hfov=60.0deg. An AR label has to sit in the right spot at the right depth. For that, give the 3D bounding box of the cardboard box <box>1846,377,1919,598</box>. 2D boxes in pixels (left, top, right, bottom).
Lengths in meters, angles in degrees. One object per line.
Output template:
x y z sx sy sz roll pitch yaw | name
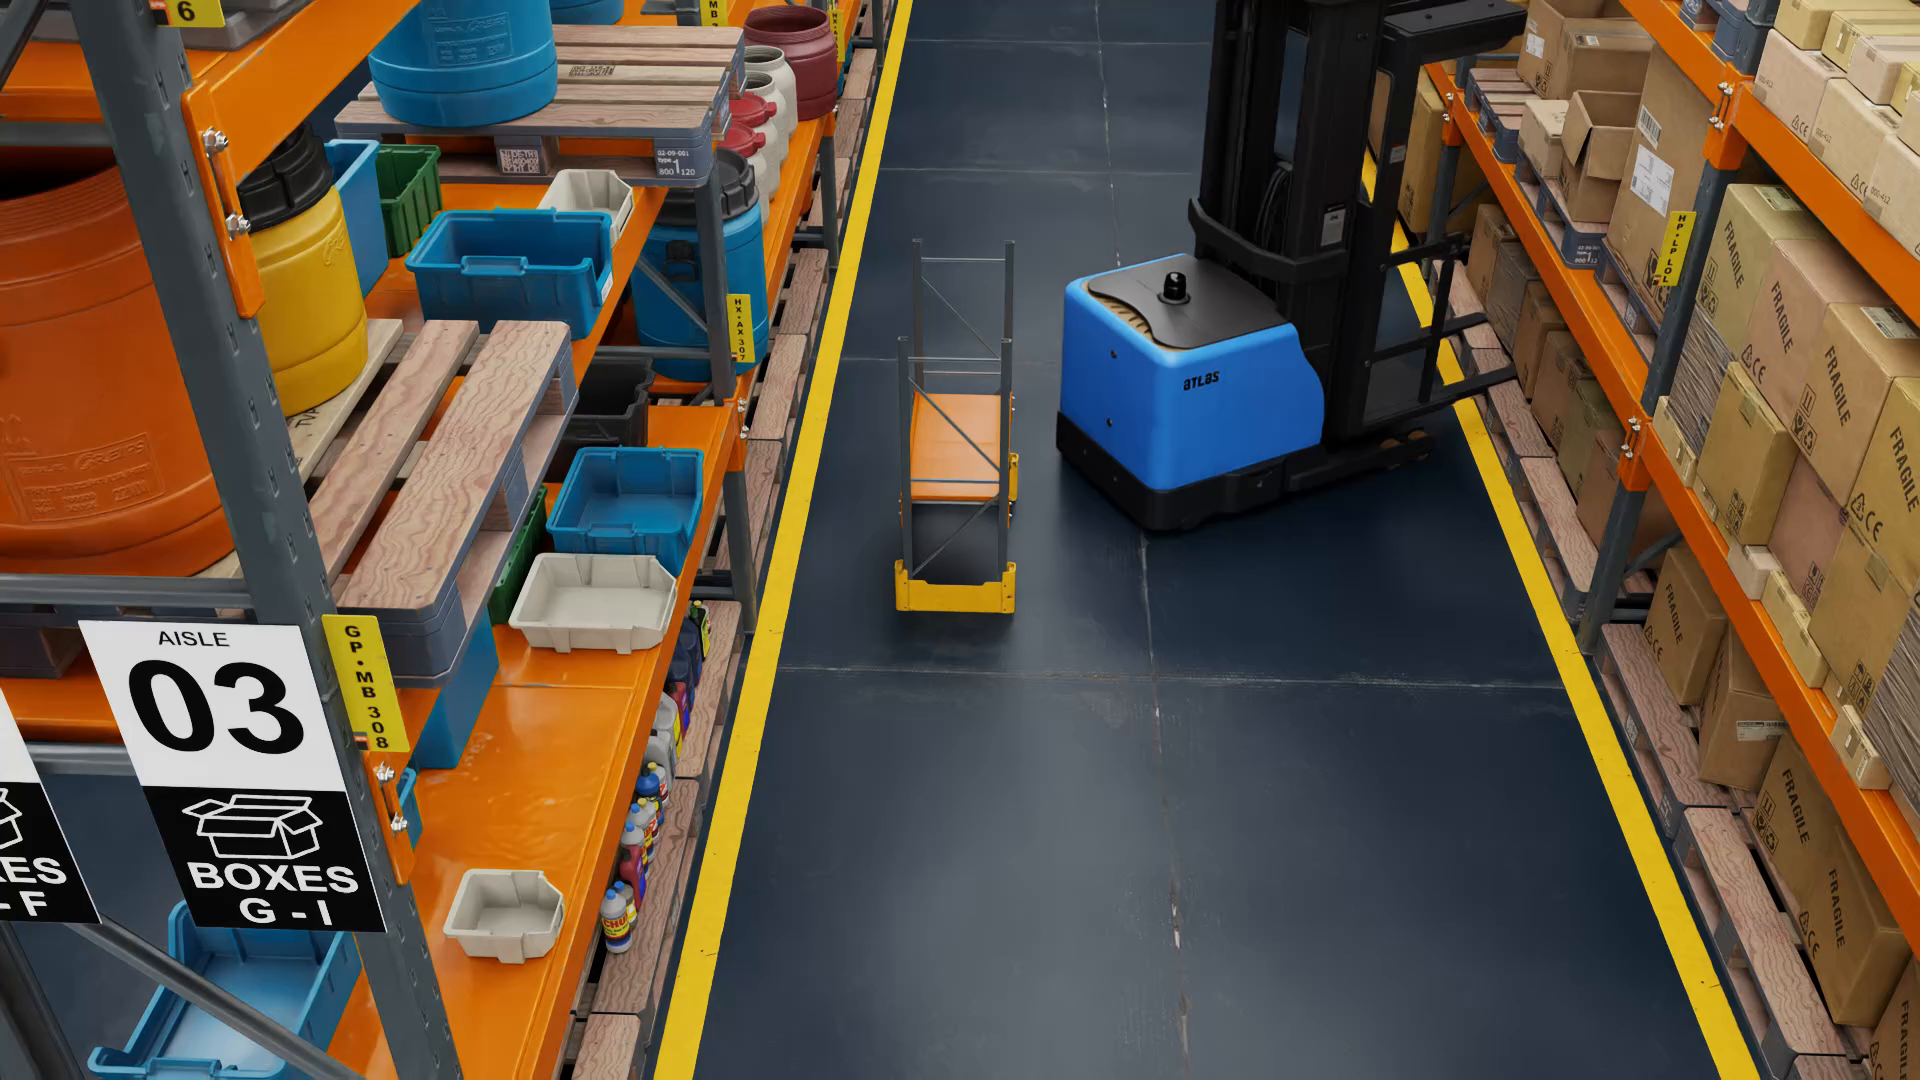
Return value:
3.139 -0.155 5.093 0.500 0.500 0.500 1 35 2 | cardboard box

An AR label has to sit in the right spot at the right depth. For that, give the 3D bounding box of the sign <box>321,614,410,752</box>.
-1.101 0.270 3.087 0.100 0.325 0.005 1 35 2 | sign

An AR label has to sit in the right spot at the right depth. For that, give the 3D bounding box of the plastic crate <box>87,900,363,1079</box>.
-1.929 1.252 4.435 0.499 0.251 0.616 1 35 2 | plastic crate

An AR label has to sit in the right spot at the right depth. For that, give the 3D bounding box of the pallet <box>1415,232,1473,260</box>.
3.727 -2.307 11.794 1.003 0.211 1.213 1 35 2 | pallet

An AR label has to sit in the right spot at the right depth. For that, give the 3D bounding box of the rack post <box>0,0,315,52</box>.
-1.493 -1.196 3.006 0.937 0.300 0.954 5 35 7 | rack post

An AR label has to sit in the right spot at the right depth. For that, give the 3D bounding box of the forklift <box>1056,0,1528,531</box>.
2.082 -1.843 8.770 3.031 2.935 1.130 -17 39 -23 | forklift

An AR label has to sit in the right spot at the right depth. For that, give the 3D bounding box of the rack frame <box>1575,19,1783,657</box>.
3.459 -0.698 7.081 1.000 3.000 0.127 1 35 2 | rack frame

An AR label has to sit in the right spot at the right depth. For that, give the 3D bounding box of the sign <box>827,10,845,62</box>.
-0.779 -3.169 10.454 0.100 0.325 0.005 1 35 2 | sign

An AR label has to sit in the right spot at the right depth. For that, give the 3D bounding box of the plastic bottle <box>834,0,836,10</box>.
-0.924 -3.840 11.663 0.097 0.271 0.097 0 35 0 | plastic bottle

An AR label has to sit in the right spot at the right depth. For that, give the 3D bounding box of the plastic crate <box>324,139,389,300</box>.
-1.875 -0.838 4.684 0.392 0.384 0.575 1 35 2 | plastic crate

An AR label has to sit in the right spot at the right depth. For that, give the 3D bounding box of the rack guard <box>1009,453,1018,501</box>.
0.017 -0.345 8.969 0.587 0.250 0.087 1 35 2 | rack guard

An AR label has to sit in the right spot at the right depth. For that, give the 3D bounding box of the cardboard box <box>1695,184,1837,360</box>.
3.187 -1.017 6.319 0.500 0.500 0.500 1 35 2 | cardboard box

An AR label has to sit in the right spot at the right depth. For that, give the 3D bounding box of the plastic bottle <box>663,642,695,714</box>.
-1.235 0.578 7.186 0.144 0.351 0.185 0 35 0 | plastic bottle

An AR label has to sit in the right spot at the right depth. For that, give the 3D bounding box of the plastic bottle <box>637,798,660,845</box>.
-1.245 1.105 6.566 0.097 0.201 0.097 0 35 0 | plastic bottle

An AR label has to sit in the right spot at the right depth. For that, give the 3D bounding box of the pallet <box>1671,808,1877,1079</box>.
3.421 1.532 6.332 1.003 0.211 1.213 1 35 2 | pallet

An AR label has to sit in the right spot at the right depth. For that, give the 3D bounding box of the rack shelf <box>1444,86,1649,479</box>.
3.539 -1.553 8.922 1.077 0.370 4.000 1 35 2 | rack shelf

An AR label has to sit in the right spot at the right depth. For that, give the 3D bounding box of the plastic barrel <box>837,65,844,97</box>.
-1.236 -4.003 13.243 0.600 0.901 0.708 1 35 2 | plastic barrel

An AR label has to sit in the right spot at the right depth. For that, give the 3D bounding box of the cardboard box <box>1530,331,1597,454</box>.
3.565 -0.803 9.021 0.700 0.500 0.500 -2 35 -2 | cardboard box

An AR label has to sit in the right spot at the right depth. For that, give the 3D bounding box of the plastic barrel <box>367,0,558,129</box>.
-1.637 -1.847 5.306 0.600 0.901 0.708 1 35 2 | plastic barrel

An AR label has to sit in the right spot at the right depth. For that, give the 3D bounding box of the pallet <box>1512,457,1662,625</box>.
3.489 -0.005 8.519 1.003 0.211 1.213 1 35 2 | pallet

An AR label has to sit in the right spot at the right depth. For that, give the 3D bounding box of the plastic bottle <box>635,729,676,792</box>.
-1.259 0.887 6.810 0.152 0.276 0.135 2 35 3 | plastic bottle

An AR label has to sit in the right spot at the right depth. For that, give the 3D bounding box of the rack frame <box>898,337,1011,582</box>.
-0.024 -0.273 7.779 0.500 1.500 0.032 1 35 2 | rack frame

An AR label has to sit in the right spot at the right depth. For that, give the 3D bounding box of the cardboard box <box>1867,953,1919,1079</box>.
3.330 1.748 5.408 0.500 0.500 0.500 10 36 14 | cardboard box

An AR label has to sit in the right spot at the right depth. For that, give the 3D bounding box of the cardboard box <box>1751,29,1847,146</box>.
3.185 -1.612 5.902 0.500 0.250 0.500 0 35 0 | cardboard box

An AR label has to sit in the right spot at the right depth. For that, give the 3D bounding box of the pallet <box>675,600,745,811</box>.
-1.559 0.713 7.497 1.003 0.211 1.213 1 35 2 | pallet

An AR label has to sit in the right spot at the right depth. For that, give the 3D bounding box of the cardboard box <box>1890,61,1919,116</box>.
3.197 -1.396 5.248 0.380 0.149 0.250 2 35 3 | cardboard box

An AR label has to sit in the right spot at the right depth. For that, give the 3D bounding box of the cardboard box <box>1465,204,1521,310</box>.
3.613 -1.768 10.394 0.700 0.500 0.500 0 35 -1 | cardboard box

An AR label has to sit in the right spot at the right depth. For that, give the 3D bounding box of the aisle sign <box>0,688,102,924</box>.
-1.950 0.456 3.177 0.394 0.787 0.004 1 35 2 | aisle sign

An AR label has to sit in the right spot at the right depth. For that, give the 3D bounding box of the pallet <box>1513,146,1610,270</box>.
3.581 -1.780 8.786 1.003 0.211 1.213 1 35 2 | pallet

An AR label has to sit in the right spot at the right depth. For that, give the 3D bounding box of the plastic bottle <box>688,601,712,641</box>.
-1.193 0.368 7.615 0.097 0.201 0.097 0 35 0 | plastic bottle

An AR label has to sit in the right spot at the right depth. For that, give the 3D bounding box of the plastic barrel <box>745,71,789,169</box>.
-1.174 -2.319 9.289 0.421 0.512 0.421 0 35 0 | plastic barrel

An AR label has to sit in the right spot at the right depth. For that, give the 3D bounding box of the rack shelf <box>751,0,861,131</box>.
-1.249 -3.966 12.355 1.077 0.370 4.000 1 35 2 | rack shelf

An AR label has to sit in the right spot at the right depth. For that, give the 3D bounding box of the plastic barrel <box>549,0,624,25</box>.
-1.686 -2.542 6.660 0.600 0.901 0.708 1 35 2 | plastic barrel

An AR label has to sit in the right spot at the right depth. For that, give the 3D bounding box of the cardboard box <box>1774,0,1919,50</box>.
3.138 -1.848 5.891 0.380 0.149 0.250 0 35 1 | cardboard box

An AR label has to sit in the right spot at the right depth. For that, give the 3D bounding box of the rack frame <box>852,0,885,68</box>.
-1.169 -5.409 13.783 1.000 3.000 0.127 1 35 2 | rack frame

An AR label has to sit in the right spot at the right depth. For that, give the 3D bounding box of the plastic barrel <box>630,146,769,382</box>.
-1.172 -1.233 7.405 0.600 0.901 0.708 1 35 2 | plastic barrel

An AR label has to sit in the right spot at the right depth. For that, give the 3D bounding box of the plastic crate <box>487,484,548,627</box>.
-1.826 0.047 6.204 0.450 0.188 0.662 1 35 2 | plastic crate

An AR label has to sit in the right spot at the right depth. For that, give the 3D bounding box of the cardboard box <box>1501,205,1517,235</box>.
3.623 -2.075 10.178 0.500 0.250 0.500 3 35 4 | cardboard box

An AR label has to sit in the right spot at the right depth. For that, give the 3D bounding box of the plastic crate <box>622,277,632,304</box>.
-1.756 -1.447 8.160 0.392 0.384 0.575 1 35 2 | plastic crate

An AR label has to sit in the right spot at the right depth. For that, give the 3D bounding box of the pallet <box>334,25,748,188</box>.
-1.421 -1.546 5.842 1.213 0.211 1.003 1 35 2 | pallet

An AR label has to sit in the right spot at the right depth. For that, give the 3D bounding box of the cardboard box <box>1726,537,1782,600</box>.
3.093 0.095 6.170 0.380 0.149 0.250 1 35 2 | cardboard box

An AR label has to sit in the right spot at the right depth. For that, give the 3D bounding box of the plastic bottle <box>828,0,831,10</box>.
-0.919 -3.646 11.376 0.061 0.283 0.133 1 35 2 | plastic bottle

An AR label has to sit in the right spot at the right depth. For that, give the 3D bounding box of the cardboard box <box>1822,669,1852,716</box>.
3.138 0.528 5.554 0.380 0.149 0.250 1 35 2 | cardboard box

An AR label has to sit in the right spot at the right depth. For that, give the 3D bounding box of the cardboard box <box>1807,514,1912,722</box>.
3.343 0.259 5.373 0.875 0.500 0.500 1 35 2 | cardboard box

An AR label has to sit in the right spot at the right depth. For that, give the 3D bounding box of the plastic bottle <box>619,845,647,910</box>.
-1.239 1.253 6.284 0.061 0.283 0.133 2 35 3 | plastic bottle

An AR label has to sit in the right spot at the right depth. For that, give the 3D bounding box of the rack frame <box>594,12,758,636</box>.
-1.490 -0.813 7.243 1.000 3.000 0.127 1 35 2 | rack frame

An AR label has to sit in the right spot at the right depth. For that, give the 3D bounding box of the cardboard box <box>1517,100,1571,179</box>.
3.323 -2.149 8.910 0.500 0.250 0.500 0 35 1 | cardboard box

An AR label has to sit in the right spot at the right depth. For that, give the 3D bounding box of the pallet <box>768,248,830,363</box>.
-1.399 -1.526 10.683 1.003 0.211 1.213 1 35 2 | pallet

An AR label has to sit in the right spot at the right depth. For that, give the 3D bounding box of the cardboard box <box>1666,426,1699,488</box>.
3.127 -0.336 6.783 0.380 0.149 0.250 1 35 2 | cardboard box

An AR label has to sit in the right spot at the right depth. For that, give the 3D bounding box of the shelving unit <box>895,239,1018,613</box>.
-0.003 -0.570 8.202 0.587 1.500 1.083 1 35 2 | shelving unit

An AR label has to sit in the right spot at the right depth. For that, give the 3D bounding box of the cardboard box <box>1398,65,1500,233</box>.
3.668 -2.695 11.404 1.225 0.875 0.875 0 35 0 | cardboard box

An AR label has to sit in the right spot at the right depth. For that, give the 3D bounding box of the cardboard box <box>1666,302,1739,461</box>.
3.379 -0.604 6.600 0.875 0.500 0.500 1 35 2 | cardboard box

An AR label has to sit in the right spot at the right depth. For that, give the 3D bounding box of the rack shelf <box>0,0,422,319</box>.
-1.570 -1.660 4.205 1.077 0.370 4.000 1 35 2 | rack shelf

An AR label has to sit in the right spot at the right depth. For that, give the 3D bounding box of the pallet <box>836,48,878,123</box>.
-1.241 -3.826 13.956 1.003 0.211 1.213 1 35 2 | pallet

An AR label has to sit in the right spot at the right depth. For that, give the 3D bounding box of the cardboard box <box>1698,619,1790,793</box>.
3.388 0.711 6.884 0.500 0.500 0.500 12 37 17 | cardboard box
